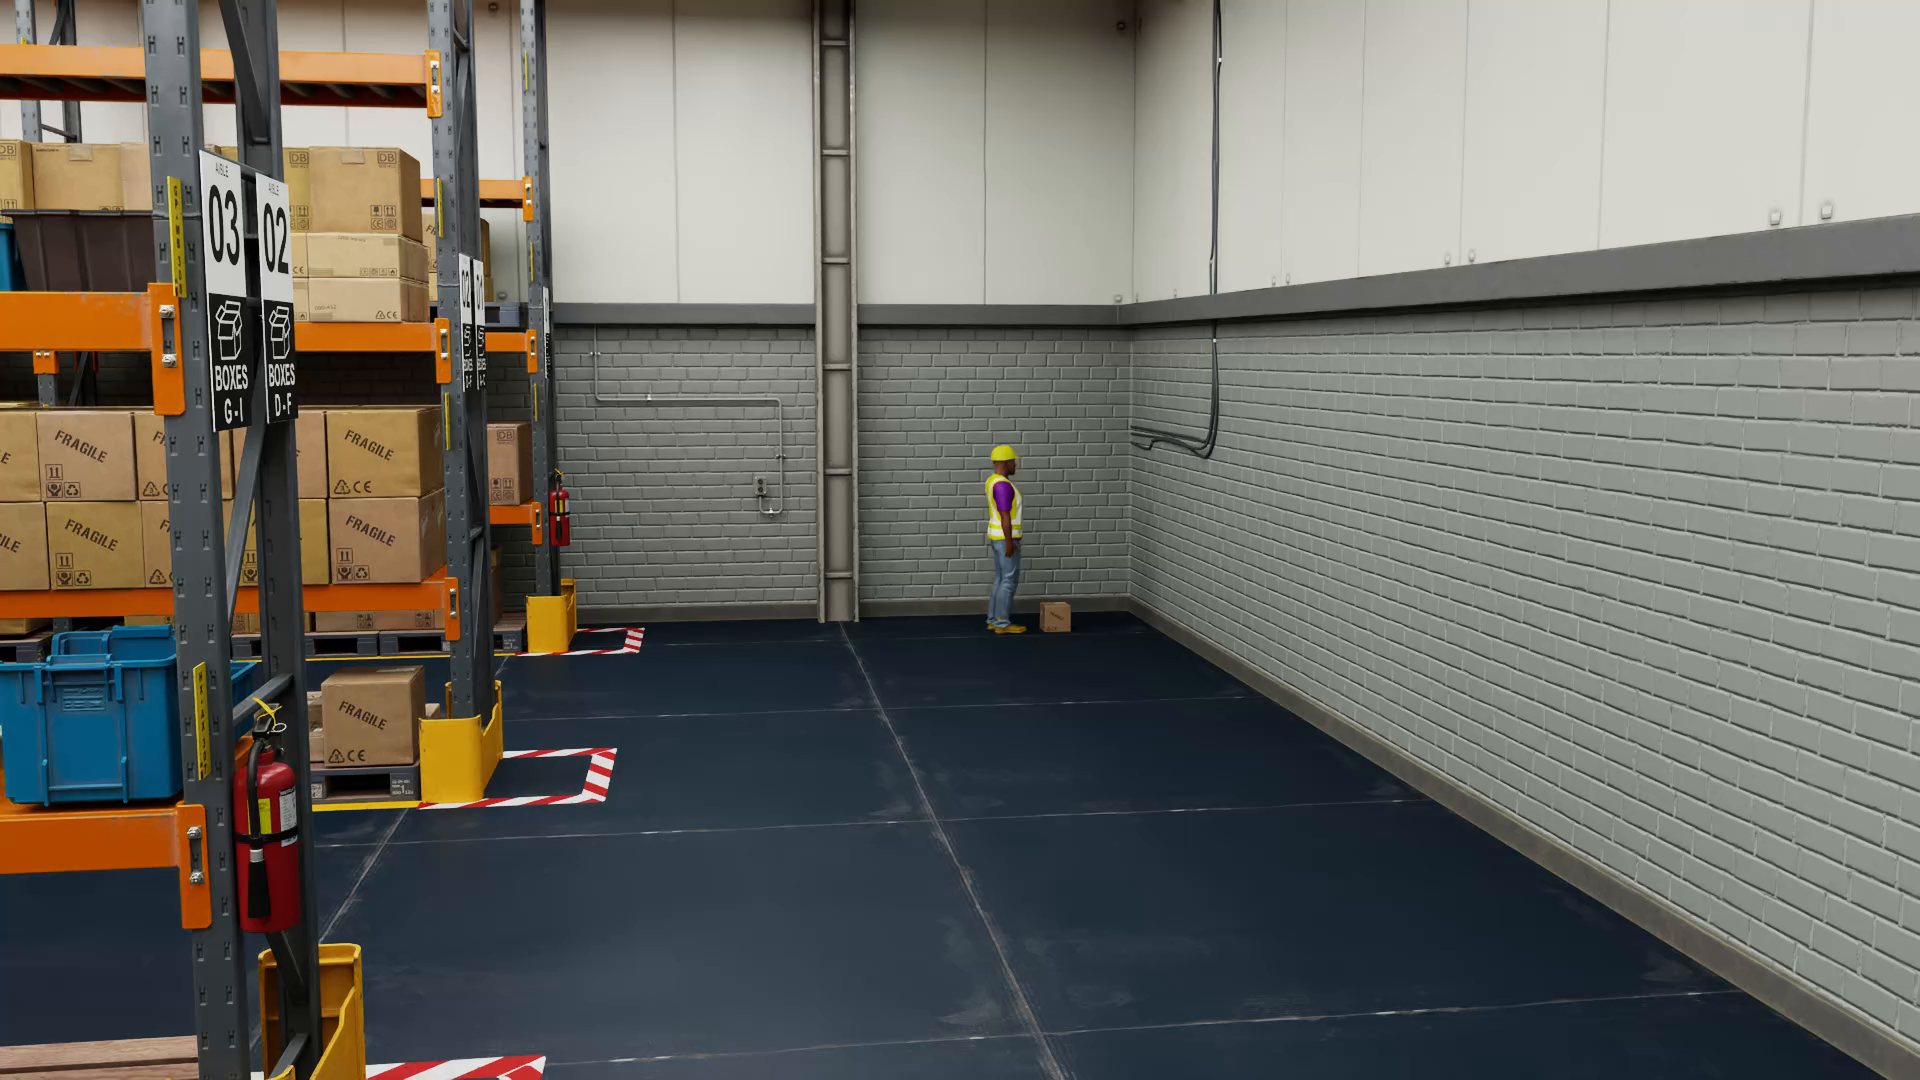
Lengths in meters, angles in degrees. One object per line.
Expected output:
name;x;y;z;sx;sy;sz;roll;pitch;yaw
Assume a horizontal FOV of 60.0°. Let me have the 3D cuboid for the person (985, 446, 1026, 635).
person;0.423;-0.010;15.706;0.365;1.763;0.566;-1;6;-8
